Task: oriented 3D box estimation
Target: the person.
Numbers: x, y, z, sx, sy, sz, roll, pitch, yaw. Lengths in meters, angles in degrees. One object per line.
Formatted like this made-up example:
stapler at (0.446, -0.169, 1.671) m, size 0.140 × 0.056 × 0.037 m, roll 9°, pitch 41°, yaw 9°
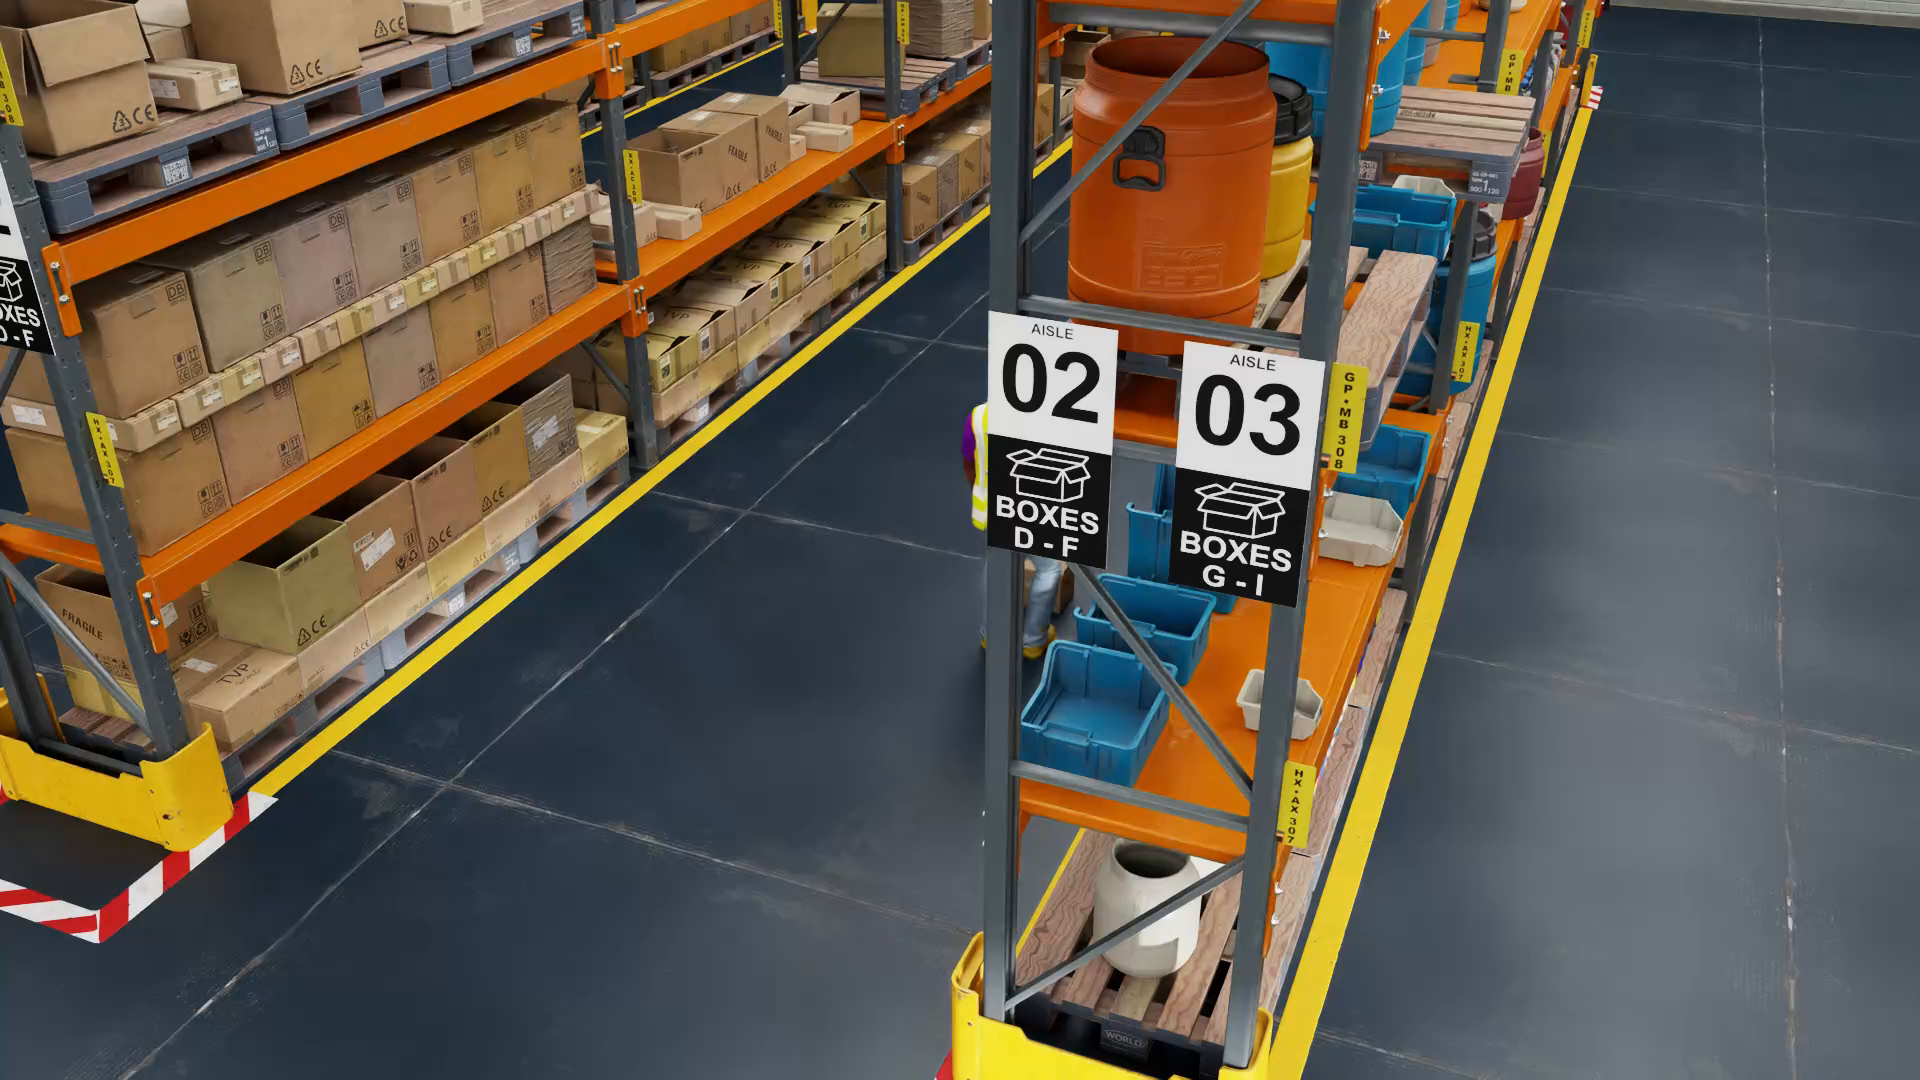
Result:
person at (0.292, -0.166, 8.806) m, size 0.613 × 1.633 × 0.577 m, roll 12°, pitch 32°, yaw 20°
